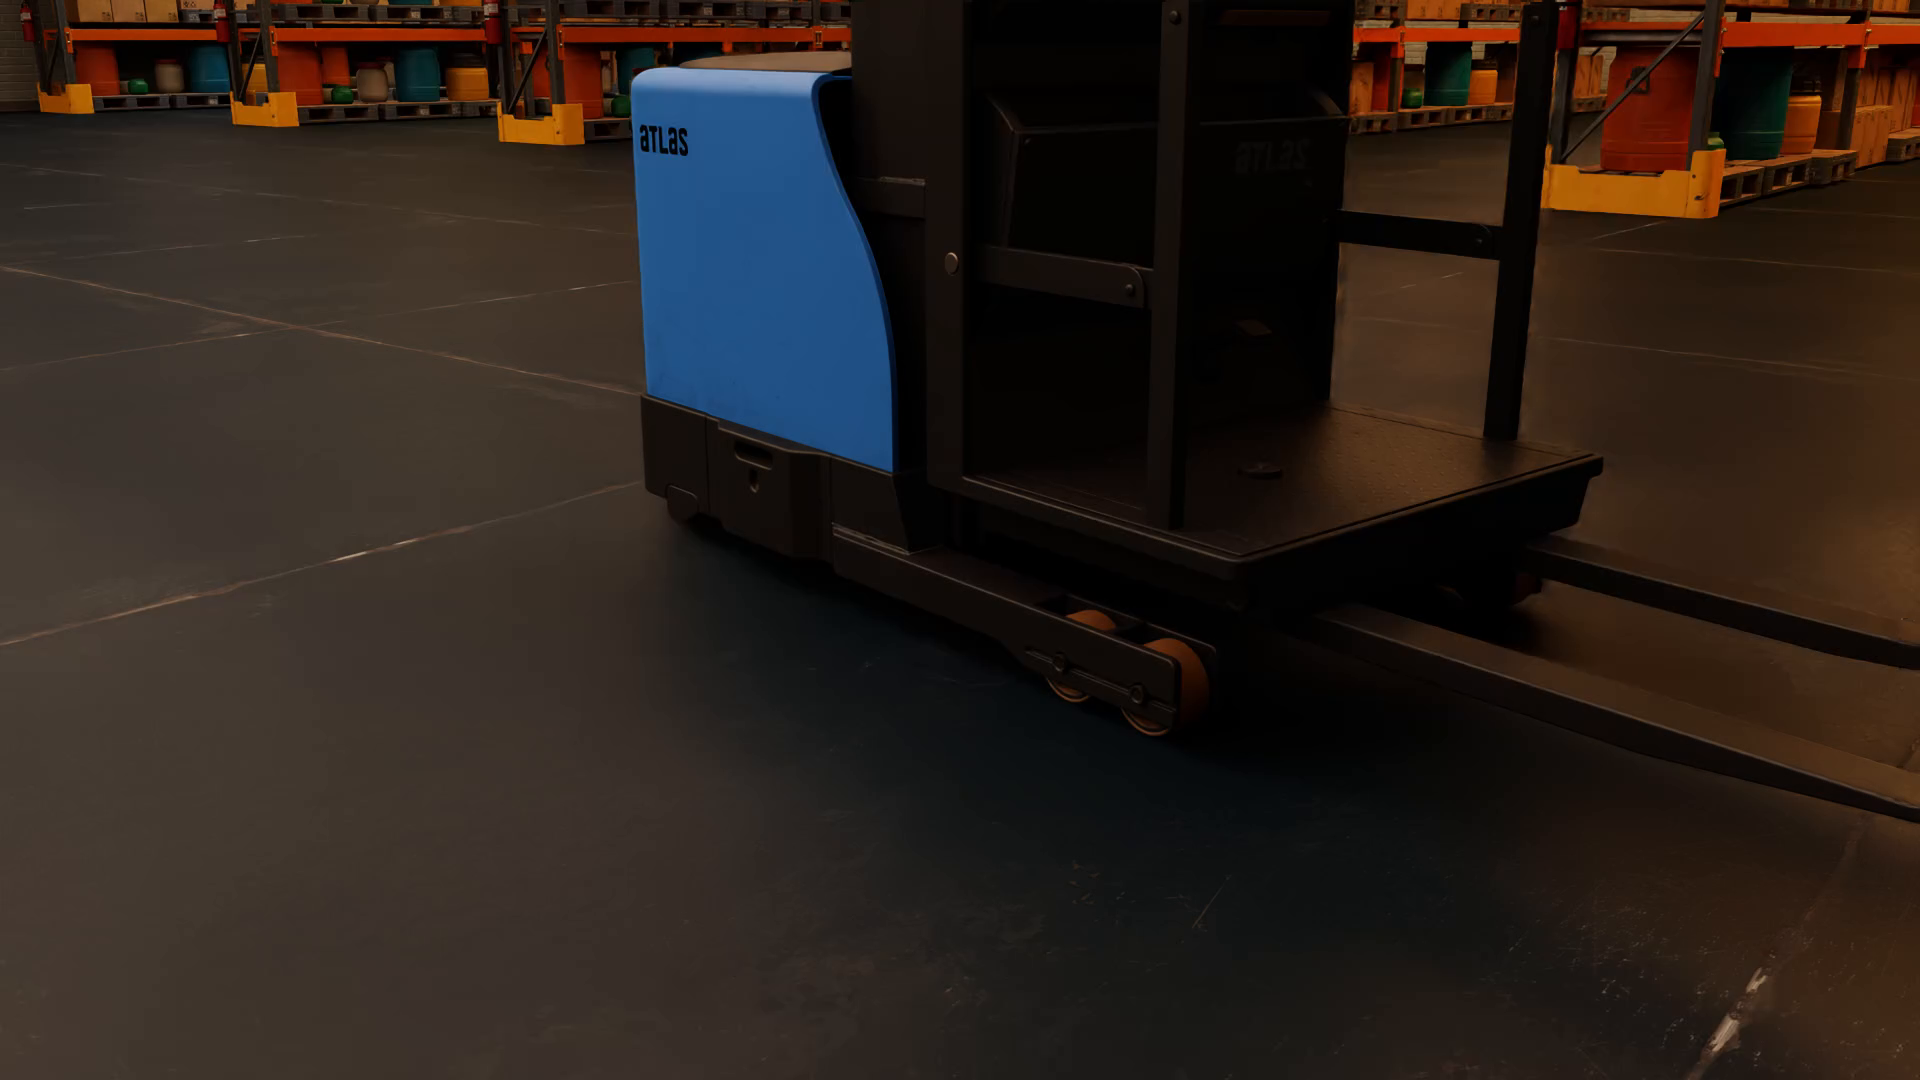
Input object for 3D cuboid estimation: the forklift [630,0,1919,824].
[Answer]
[{"bbox_3d":[0.549,-1.232,2.953,1.130,2.935,3.031,-14,22,-38],"label":"forklift"}]
